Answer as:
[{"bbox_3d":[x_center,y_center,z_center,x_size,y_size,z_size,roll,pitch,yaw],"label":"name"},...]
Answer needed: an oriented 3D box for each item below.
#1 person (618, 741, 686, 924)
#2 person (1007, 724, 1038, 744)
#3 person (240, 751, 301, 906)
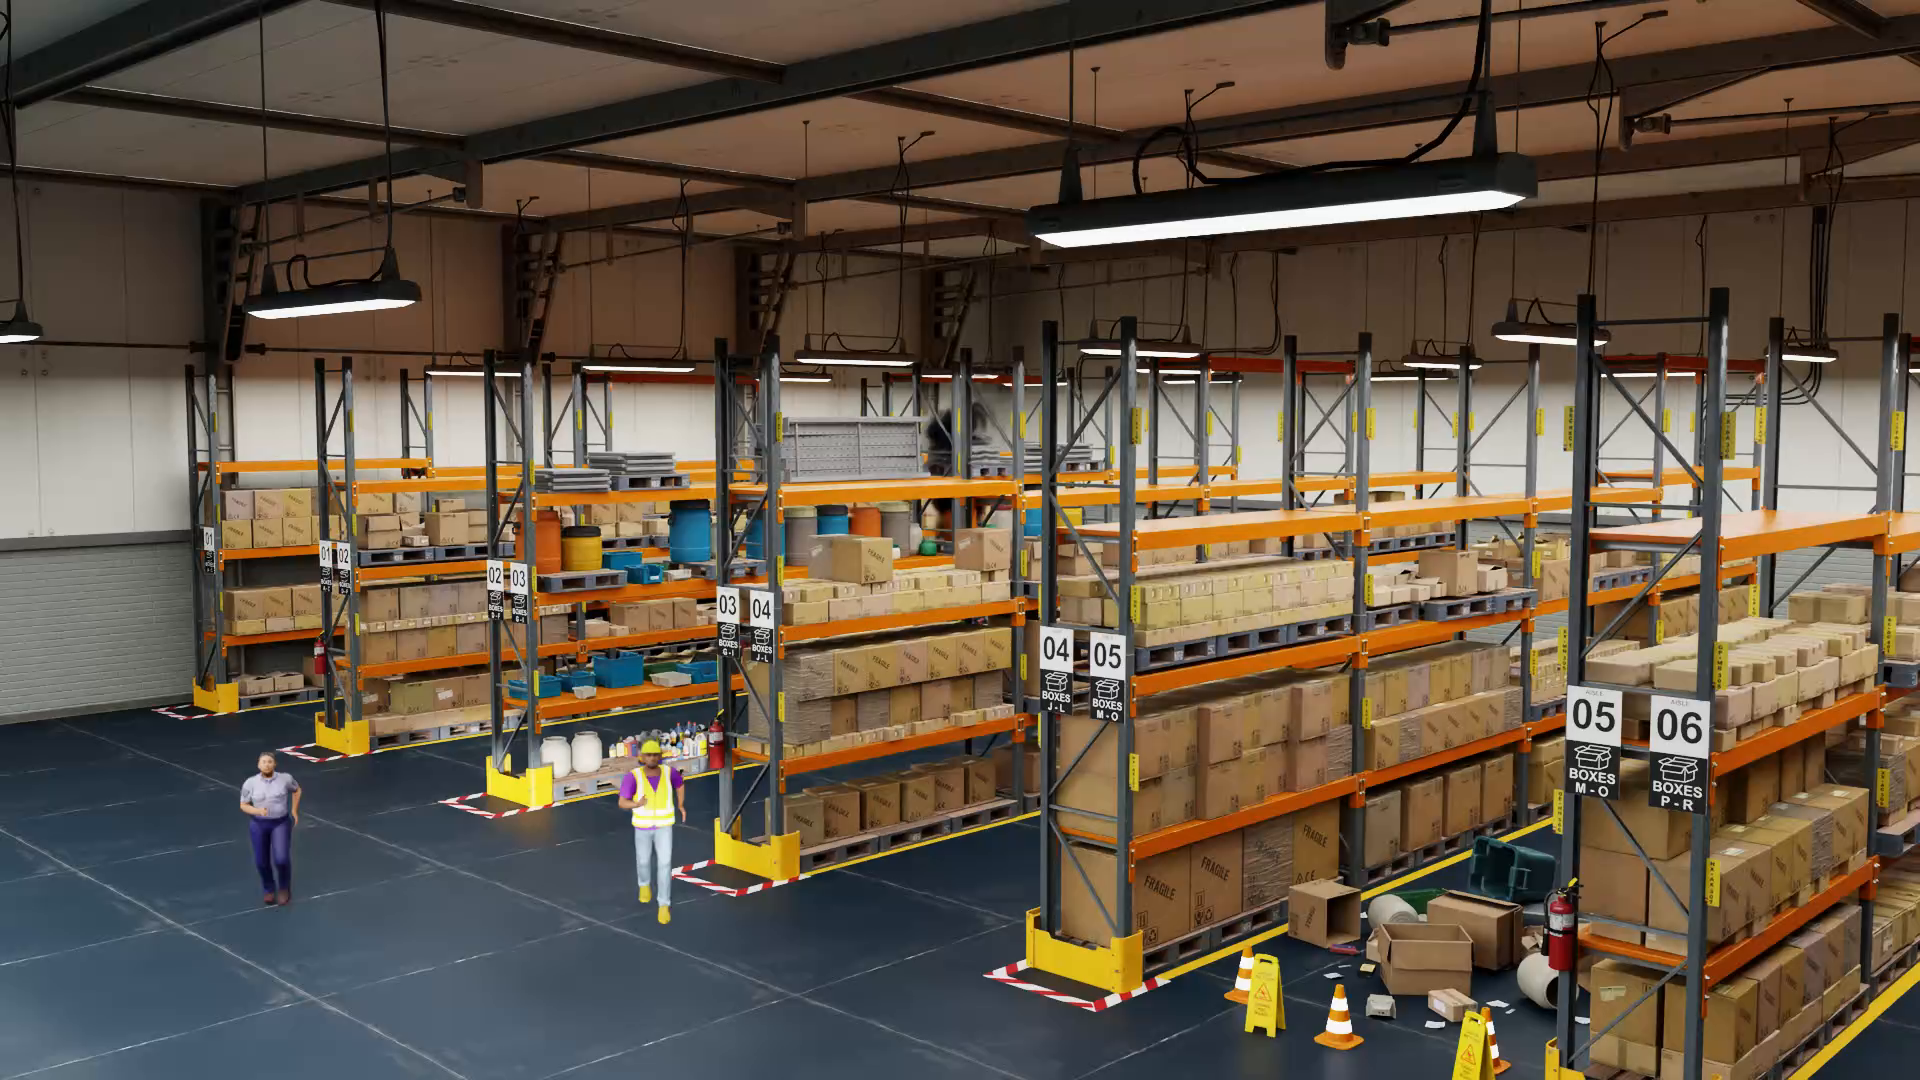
[{"bbox_3d":[-3.158,2.947,17.101,0.690,1.779,0.939,-1,5,-14],"label":"person"},{"bbox_3d":[0.972,2.336,26.024,0.620,1.695,0.774,3,6,38],"label":"person"},{"bbox_3d":[-7.190,3.018,17.355,0.579,1.629,0.643,-1,5,-19],"label":"person"}]
